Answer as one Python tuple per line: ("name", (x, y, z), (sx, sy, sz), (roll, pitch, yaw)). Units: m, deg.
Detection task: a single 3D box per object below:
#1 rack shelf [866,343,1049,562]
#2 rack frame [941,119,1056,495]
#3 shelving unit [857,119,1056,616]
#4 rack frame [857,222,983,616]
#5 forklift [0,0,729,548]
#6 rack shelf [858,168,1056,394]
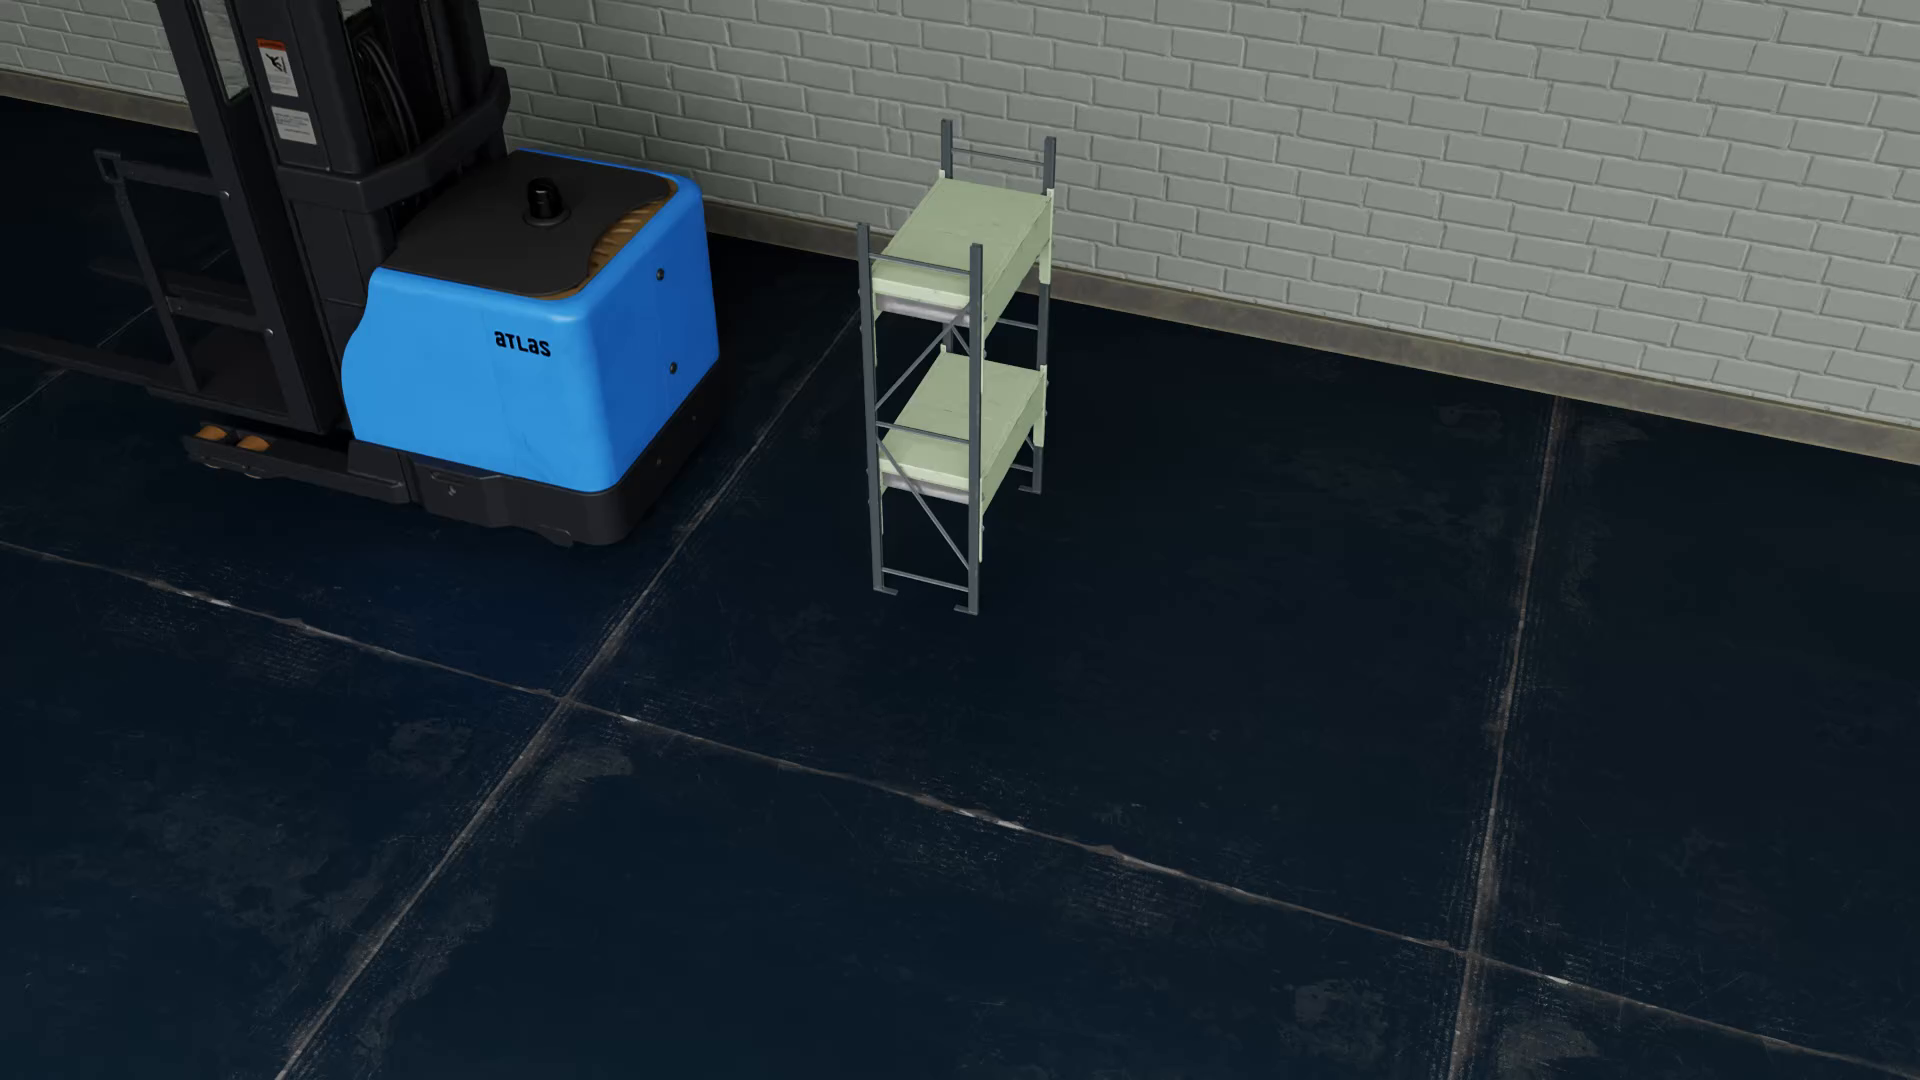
("rack shelf", (0.002, -0.327, 5.980), (0.431, 0.370, 0.720), (13, 42, 15))
("rack frame", (0.127, -0.798, 6.030), (0.400, 1.500, 0.023), (13, 42, 15))
("shelving unit", (0.002, -0.575, 5.768), (0.431, 1.500, 0.755), (13, 42, 15))
("rack frame", (-0.123, -0.351, 5.506), (0.400, 1.500, 0.023), (13, 42, 15))
("forklift", (-2.517, -1.666, 5.944), (3.031, 2.935, 1.130), (13, 42, 15))
("rack shelf", (0.002, -0.872, 5.515), (0.431, 0.370, 0.720), (13, 42, 15))
